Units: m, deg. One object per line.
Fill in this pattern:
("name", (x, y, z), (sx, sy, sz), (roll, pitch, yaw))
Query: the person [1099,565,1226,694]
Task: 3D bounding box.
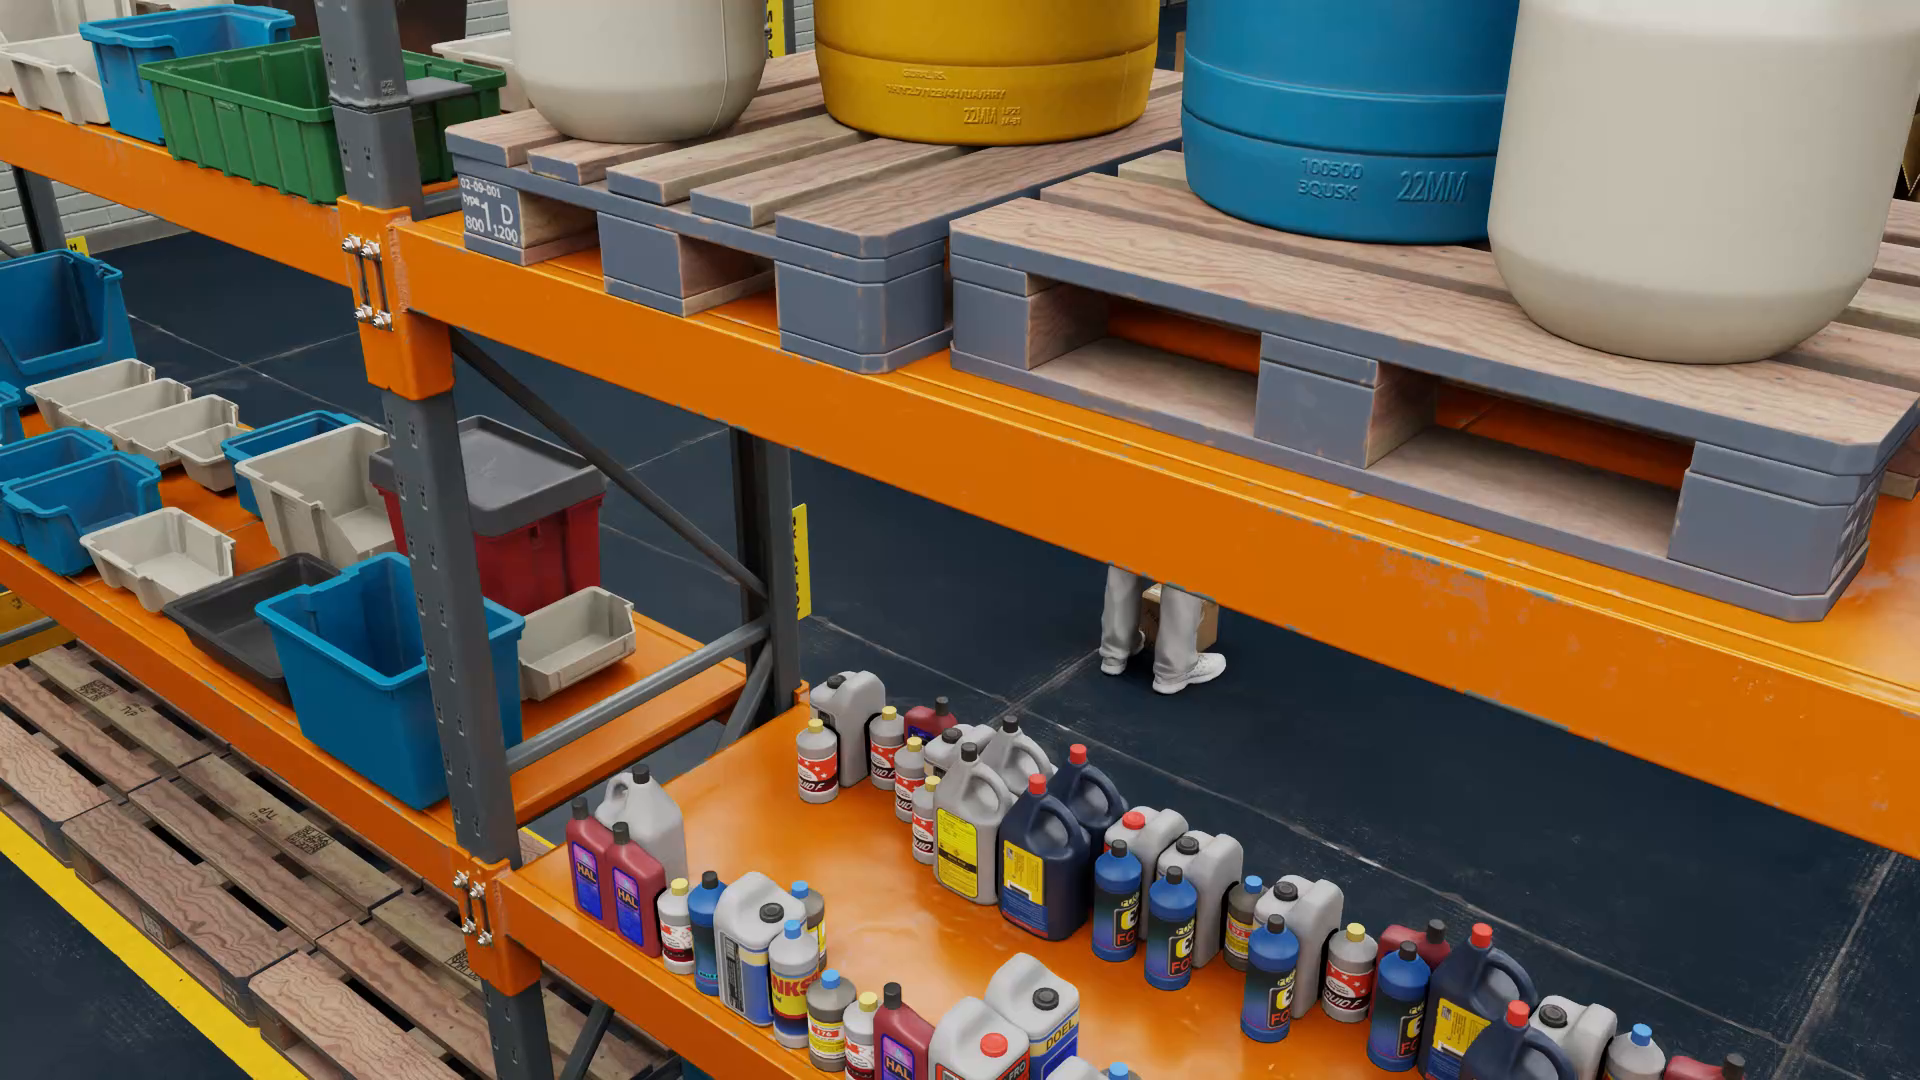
("person", (0.789, -0.250, 6.626), (0.641, 1.773, 0.427), (20, 33, 34))
